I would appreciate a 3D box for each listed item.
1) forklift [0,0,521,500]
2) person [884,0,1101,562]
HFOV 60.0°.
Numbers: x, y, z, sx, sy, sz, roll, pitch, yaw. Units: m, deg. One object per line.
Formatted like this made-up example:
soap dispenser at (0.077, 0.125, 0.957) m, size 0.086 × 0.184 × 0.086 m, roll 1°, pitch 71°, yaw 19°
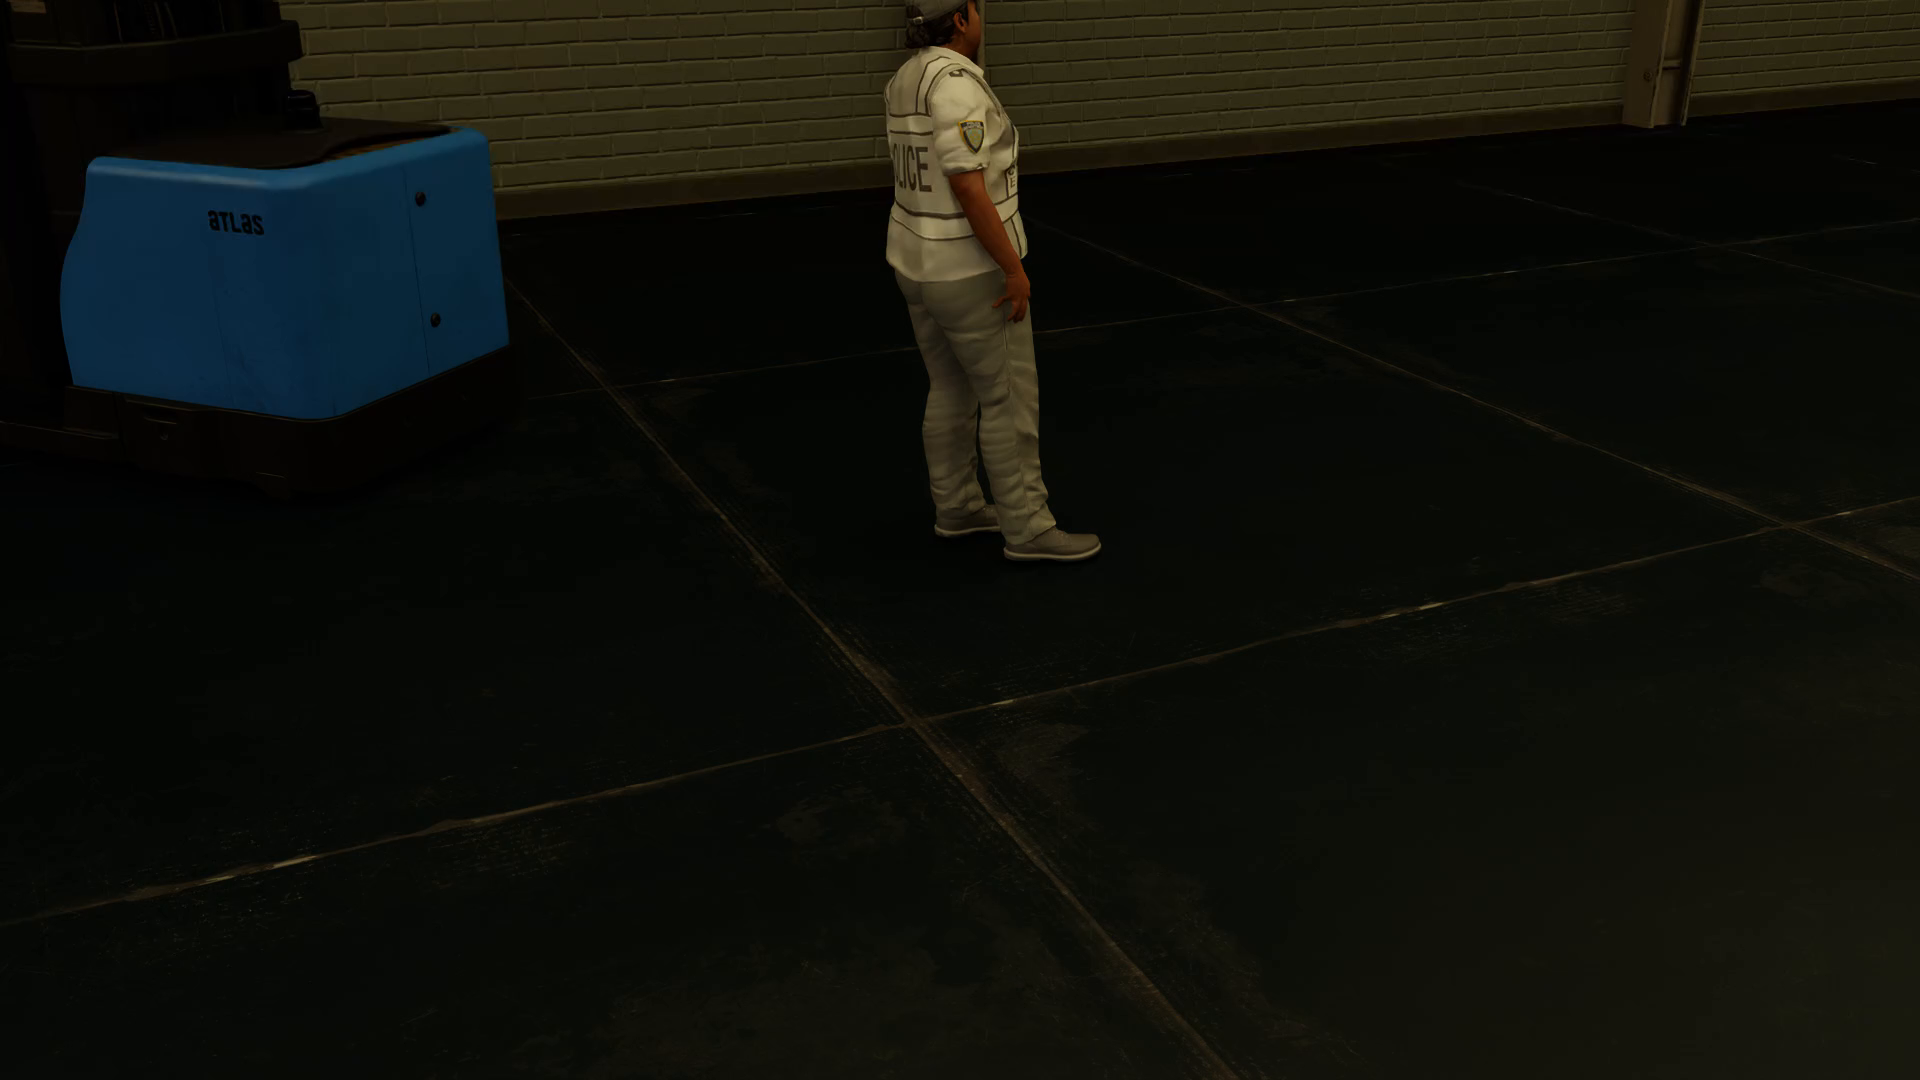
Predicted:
forklift at (-3.179, -1.828, 5.687) m, size 3.031 × 2.935 × 1.130 m, roll 9°, pitch 24°, yaw 20°
person at (0.080, -0.780, 4.796) m, size 0.527 × 1.670 × 0.598 m, roll -10°, pitch 25°, yaw -23°
